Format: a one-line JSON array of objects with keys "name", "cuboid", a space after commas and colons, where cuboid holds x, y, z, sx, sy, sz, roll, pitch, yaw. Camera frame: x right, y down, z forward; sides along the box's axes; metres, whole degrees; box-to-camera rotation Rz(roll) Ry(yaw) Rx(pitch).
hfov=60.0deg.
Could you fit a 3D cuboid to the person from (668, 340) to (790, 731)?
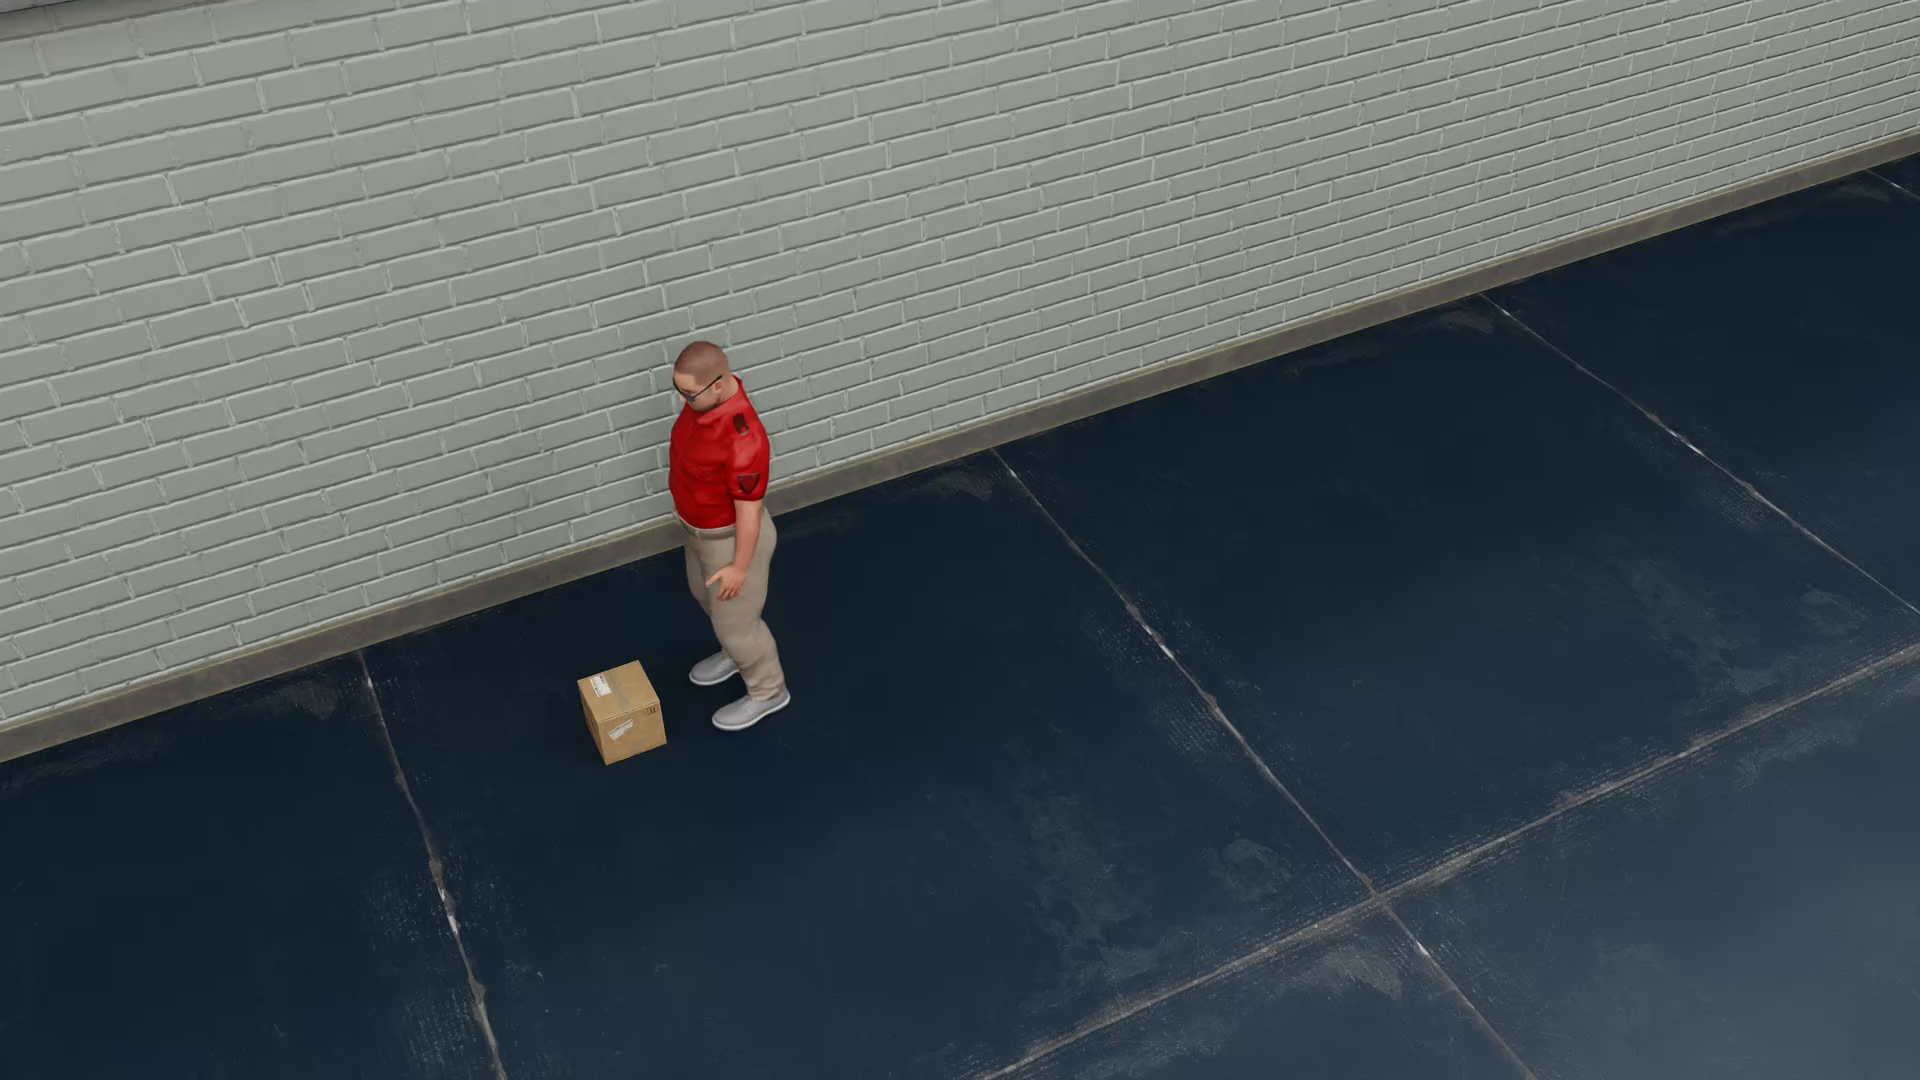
[{"name": "person", "cuboid": [-0.876, -0.017, 6.203, 0.357, 1.719, 0.532, -18, 44, -20]}]
